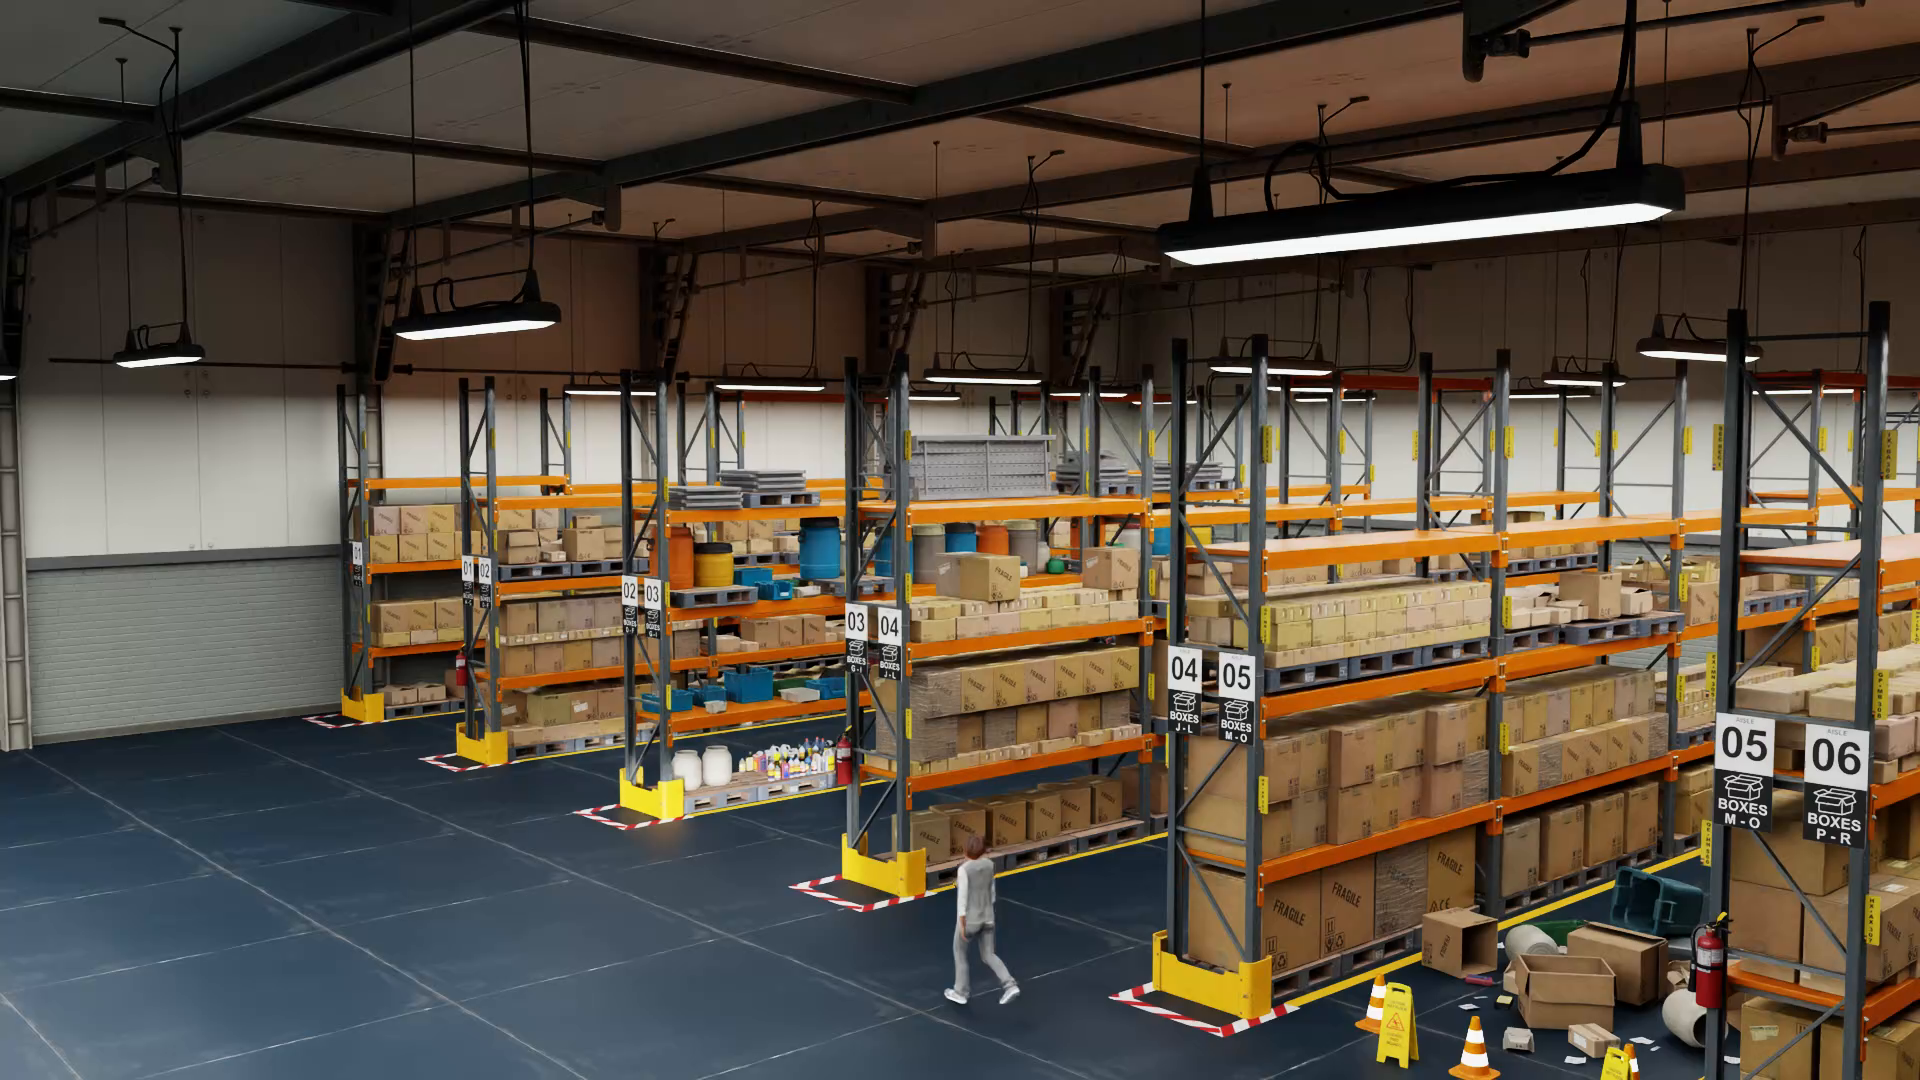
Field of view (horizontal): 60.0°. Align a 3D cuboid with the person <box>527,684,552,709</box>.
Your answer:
[{"bbox_3d":[-7.690,2.270,30.504,0.529,1.743,0.598,-2,4,-28],"label":"person"}]

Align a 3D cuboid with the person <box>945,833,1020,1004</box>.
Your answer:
[{"bbox_3d":[0.170,3.396,14.805,0.416,1.560,0.842,-3,5,-40],"label":"person"}]
